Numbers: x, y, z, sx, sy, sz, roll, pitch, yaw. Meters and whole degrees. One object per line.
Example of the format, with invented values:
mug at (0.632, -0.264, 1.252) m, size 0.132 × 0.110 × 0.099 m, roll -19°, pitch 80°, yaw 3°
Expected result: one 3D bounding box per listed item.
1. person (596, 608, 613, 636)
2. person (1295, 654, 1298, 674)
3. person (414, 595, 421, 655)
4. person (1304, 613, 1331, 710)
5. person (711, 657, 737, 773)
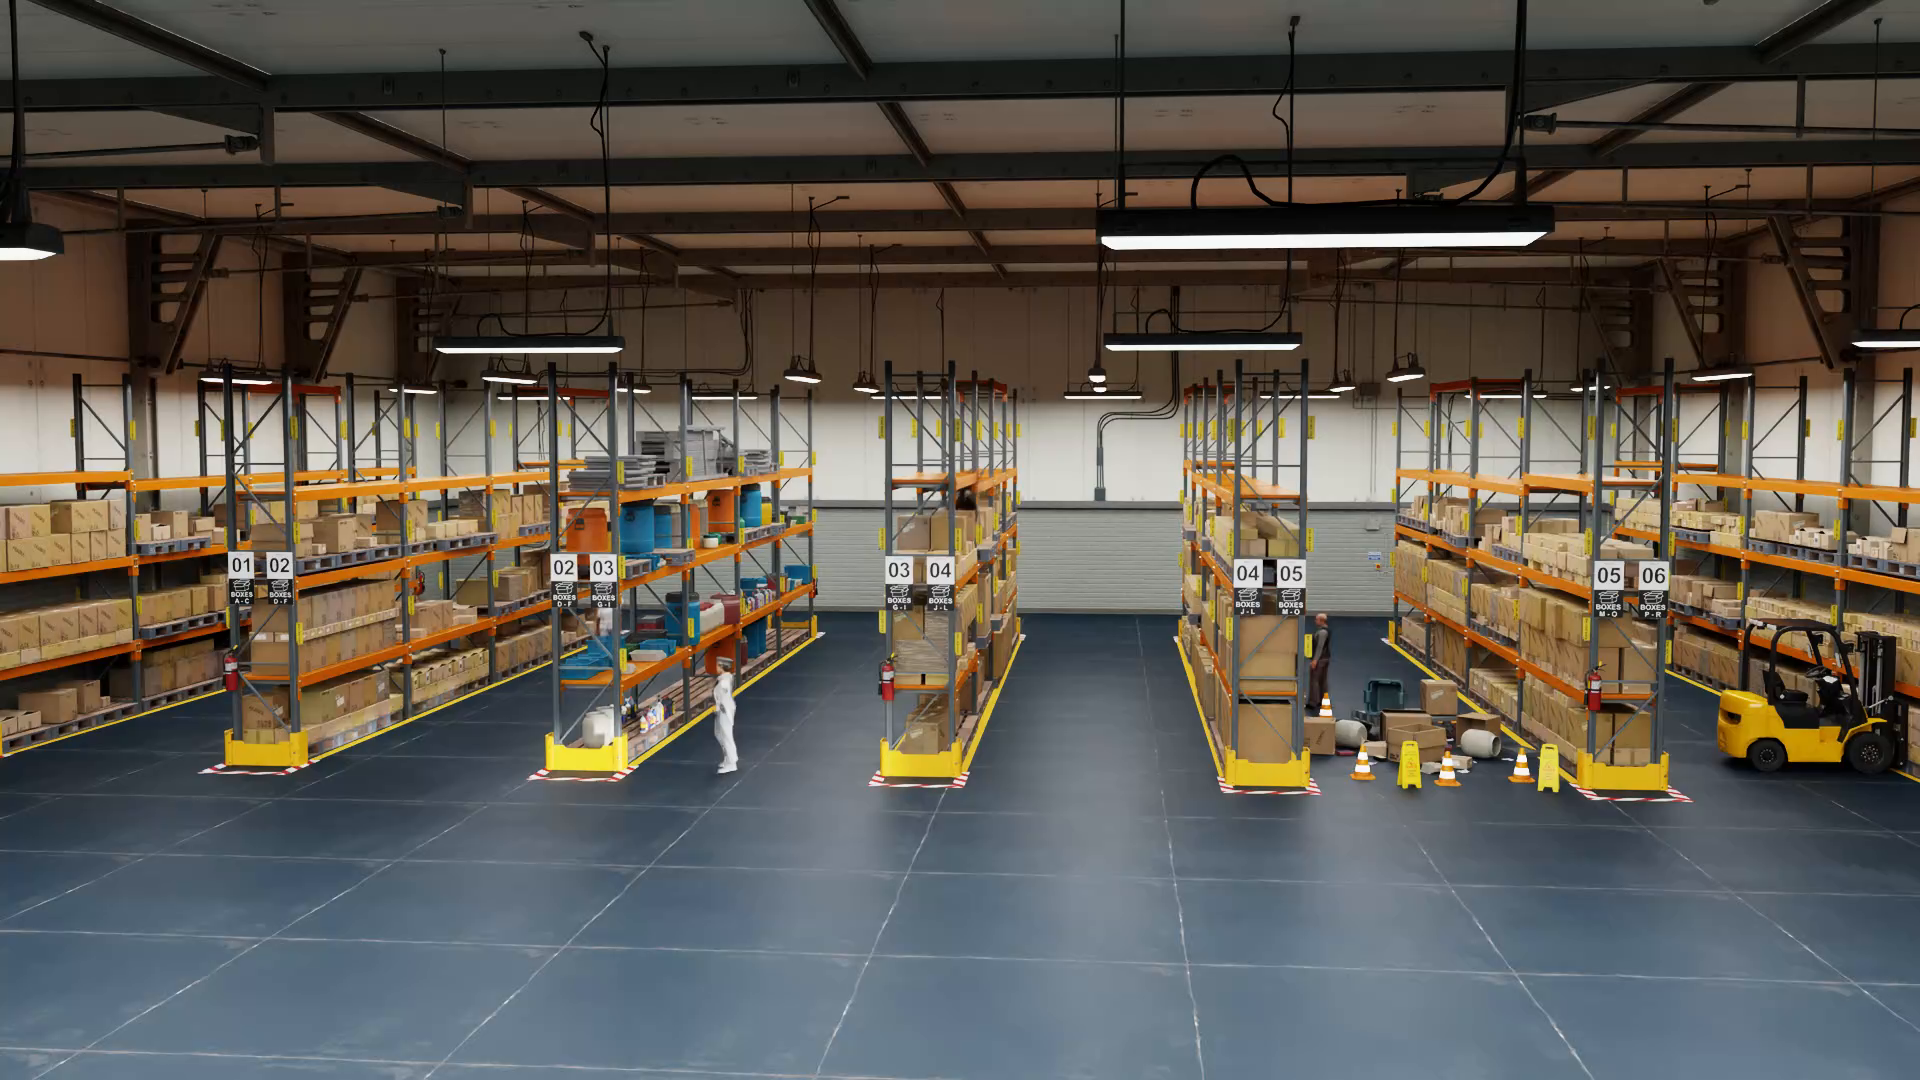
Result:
person at (-7.415, 1.869, 35.065) m, size 0.523 × 1.640 × 0.931 m, roll 0°, pitch 4°, yaw -1°
person at (6.808, 1.853, 34.164) m, size 0.434 × 1.774 × 0.587 m, roll 1°, pitch 4°, yaw 21°
person at (-11.397, 1.926, 34.836) m, size 0.397 × 1.556 × 0.823 m, roll 0°, pitch 4°, yaw 4°
person at (6.439, 2.182, 29.958) m, size 0.471 × 1.727 × 0.600 m, roll 2°, pitch 4°, yaw 31°
person at (-3.476, 2.549, 24.447) m, size 0.352 × 1.682 × 0.552 m, roll -1°, pitch 4°, yaw -9°
